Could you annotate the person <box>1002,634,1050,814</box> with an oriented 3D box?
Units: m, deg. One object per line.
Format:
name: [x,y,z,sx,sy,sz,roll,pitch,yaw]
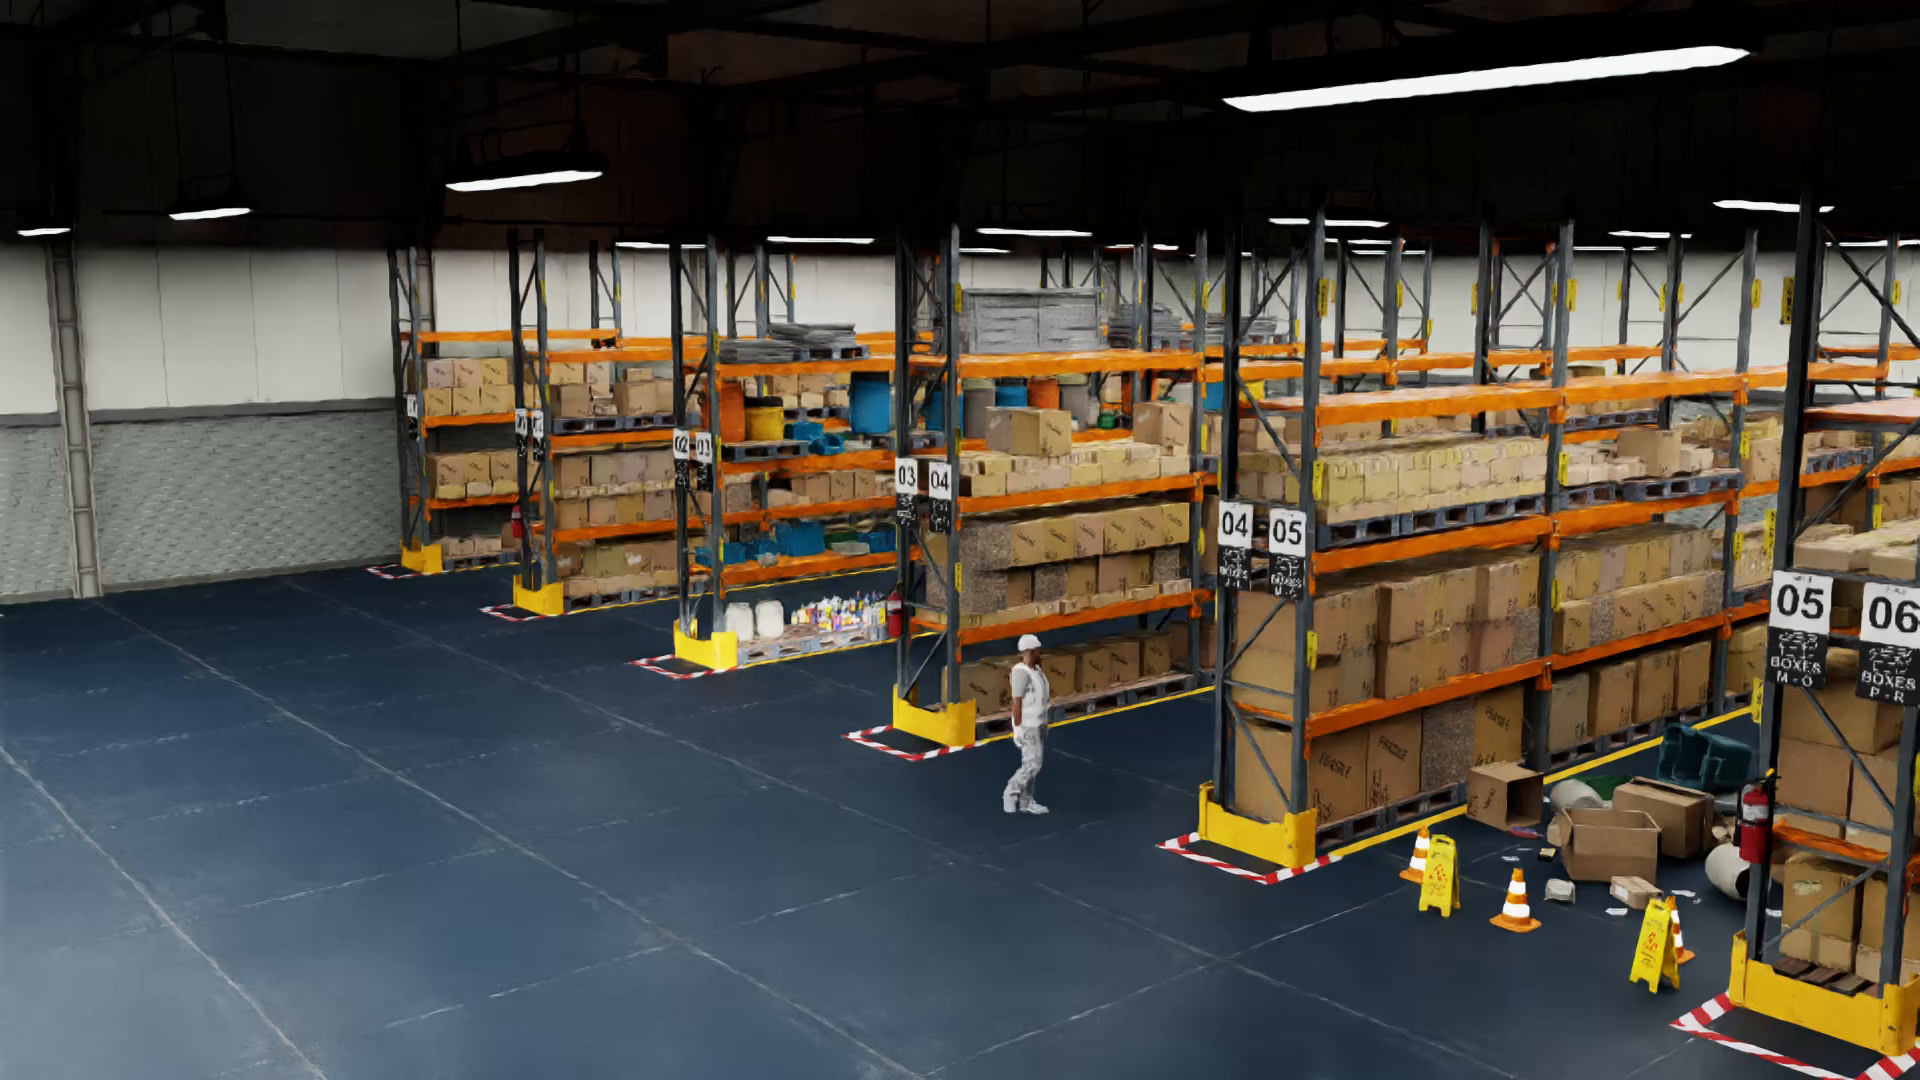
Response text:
person: [0.652,1.804,16.240,0.447,1.780,0.597,3,9,20]

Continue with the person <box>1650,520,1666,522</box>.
person: [12.607,-0.245,29.957,0.558,1.651,0.622,4,10,24]
